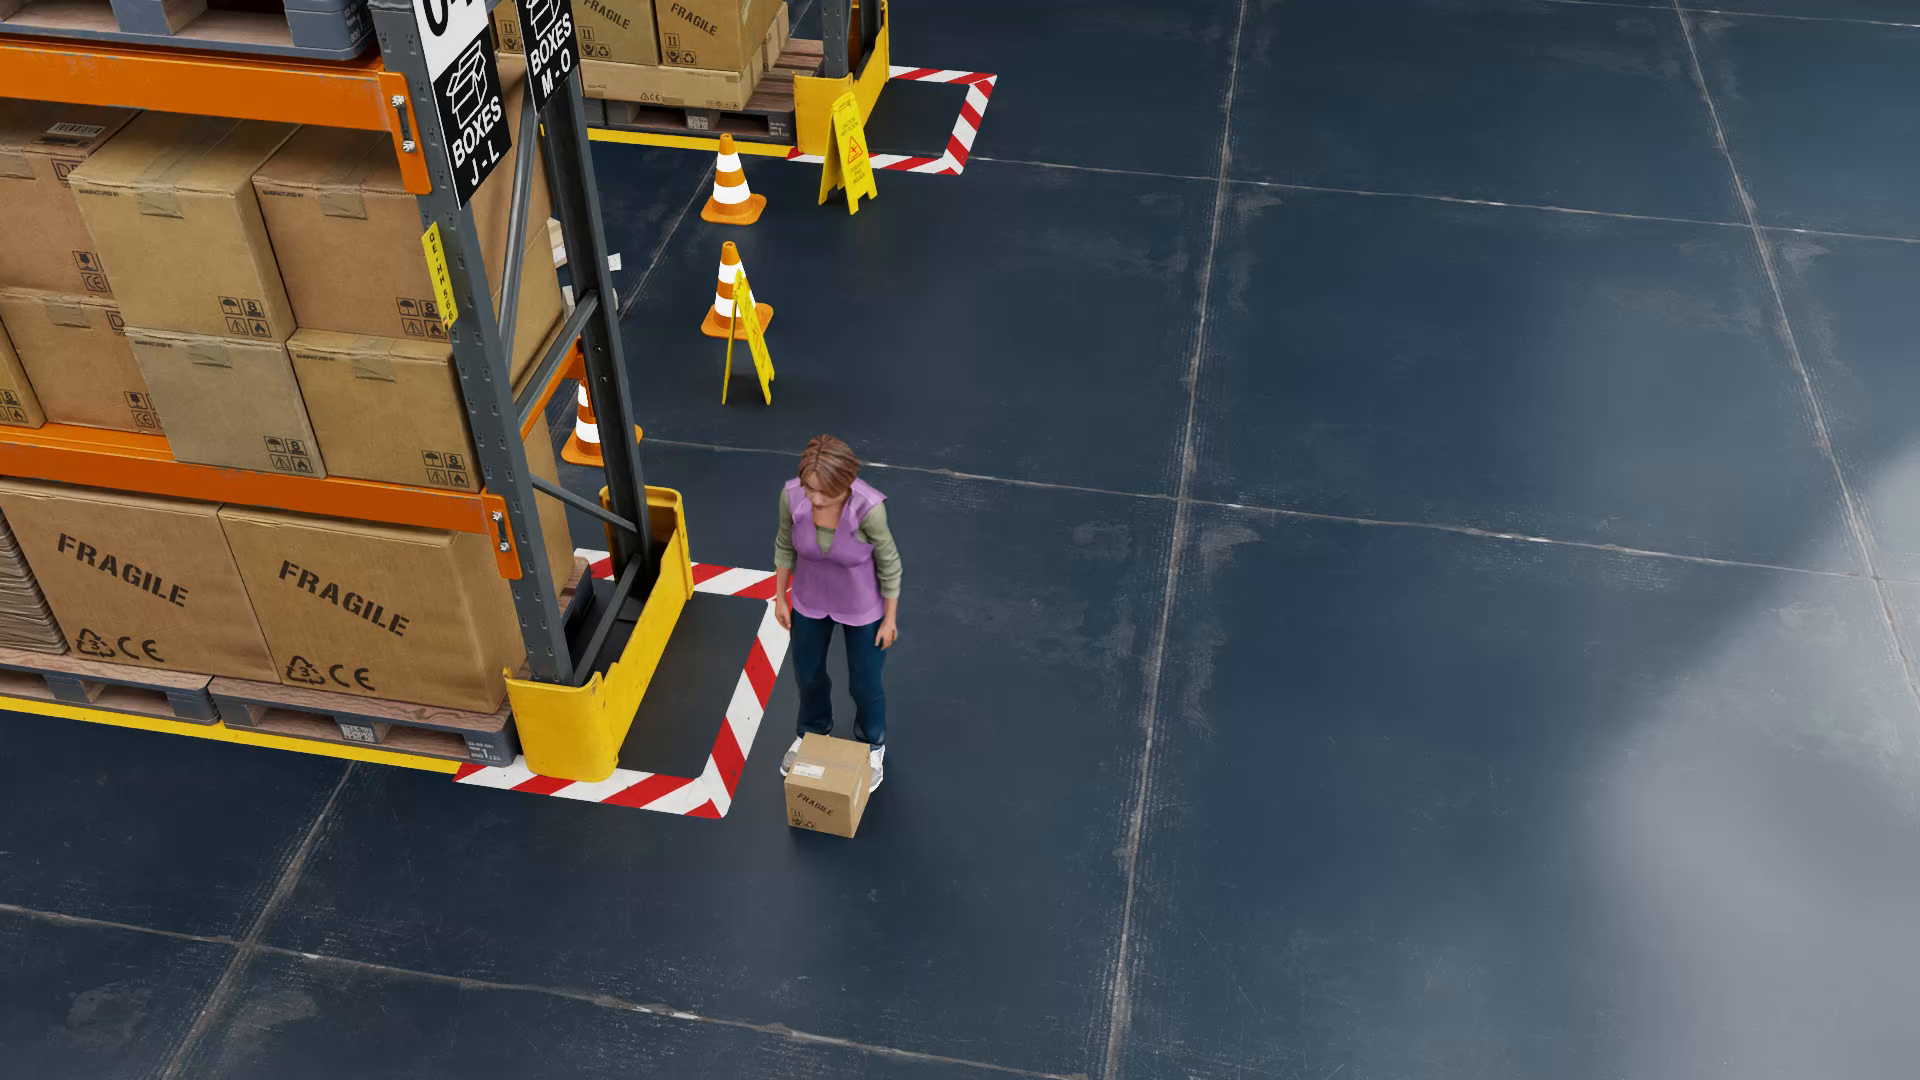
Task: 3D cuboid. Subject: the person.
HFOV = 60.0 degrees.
[{"bbox_3d":[-0.431,0.250,5.888,0.463,1.582,0.345,10,42,11],"label":"person"}]
